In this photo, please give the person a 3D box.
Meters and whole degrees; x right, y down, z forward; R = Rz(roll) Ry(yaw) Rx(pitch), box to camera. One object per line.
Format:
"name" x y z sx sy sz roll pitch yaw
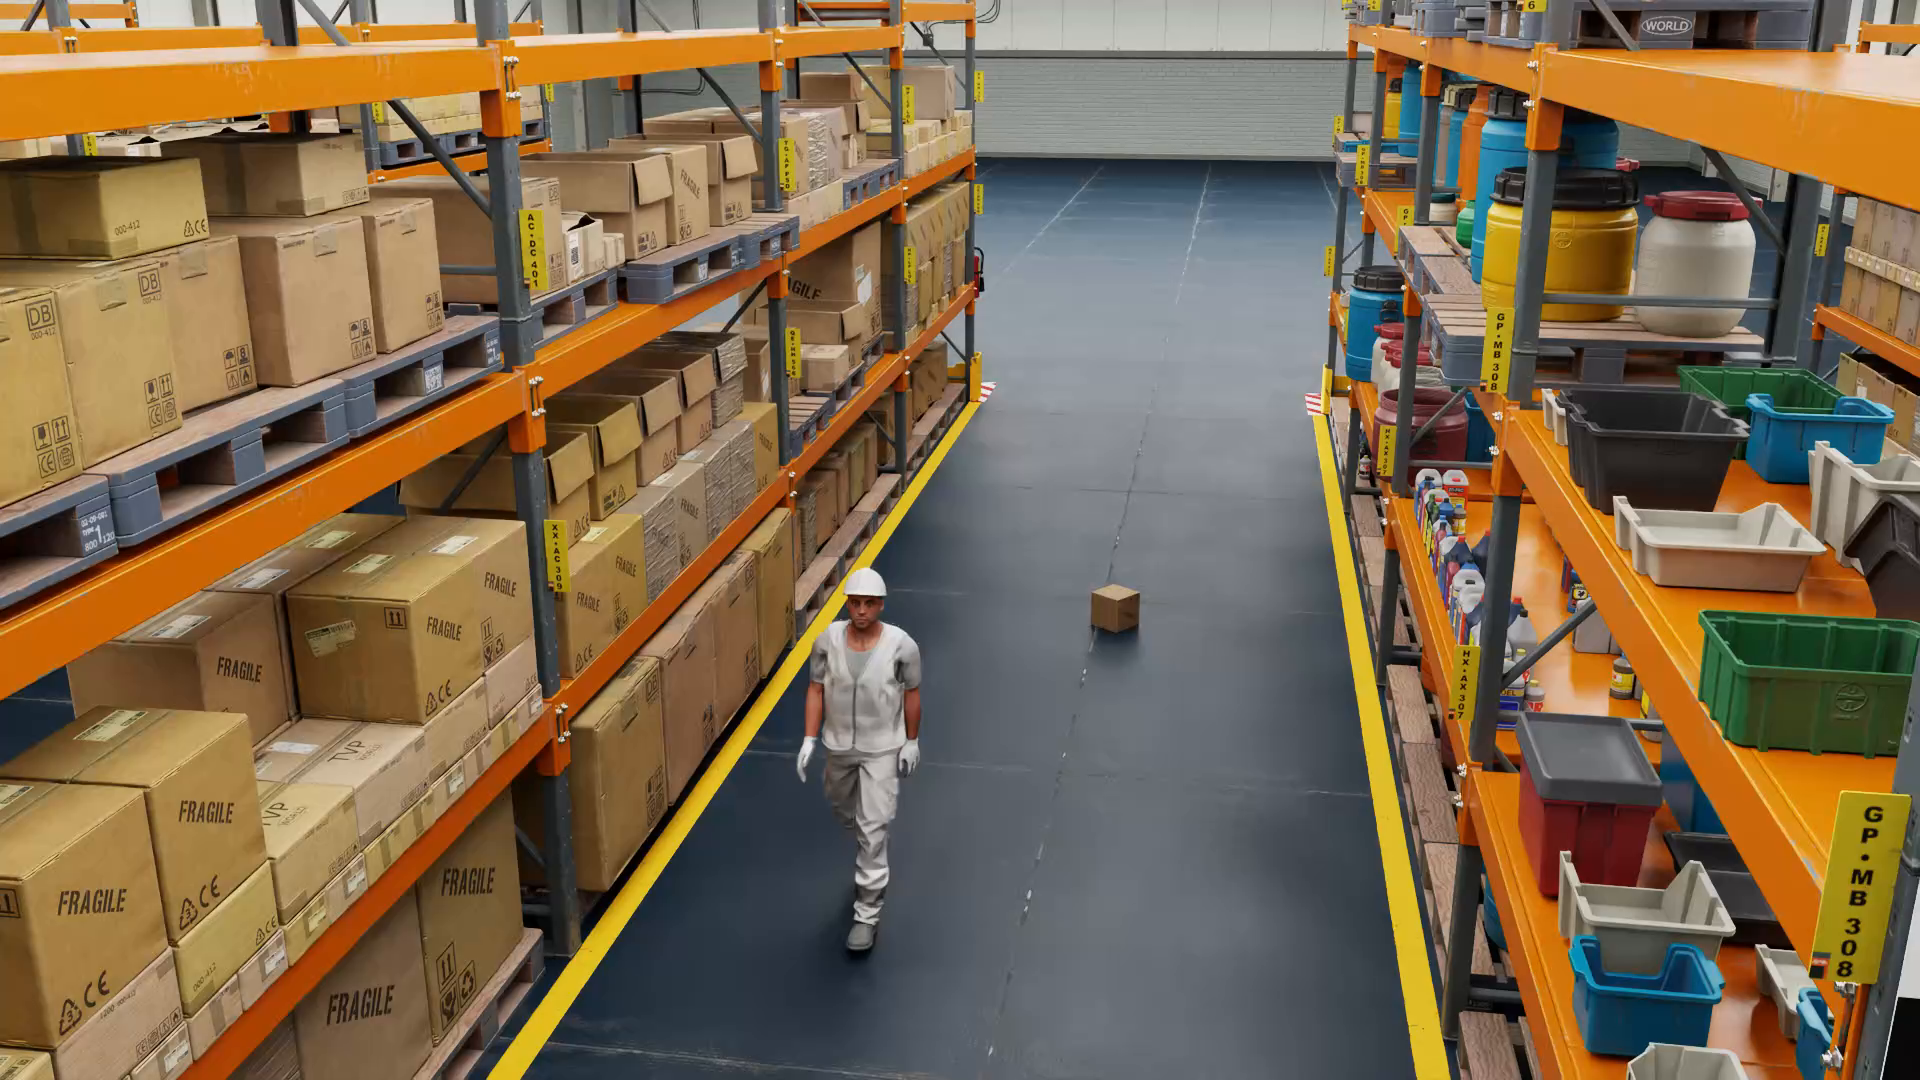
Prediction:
"person" -0.471 0.981 7.927 0.543 1.765 0.920 4 18 14
